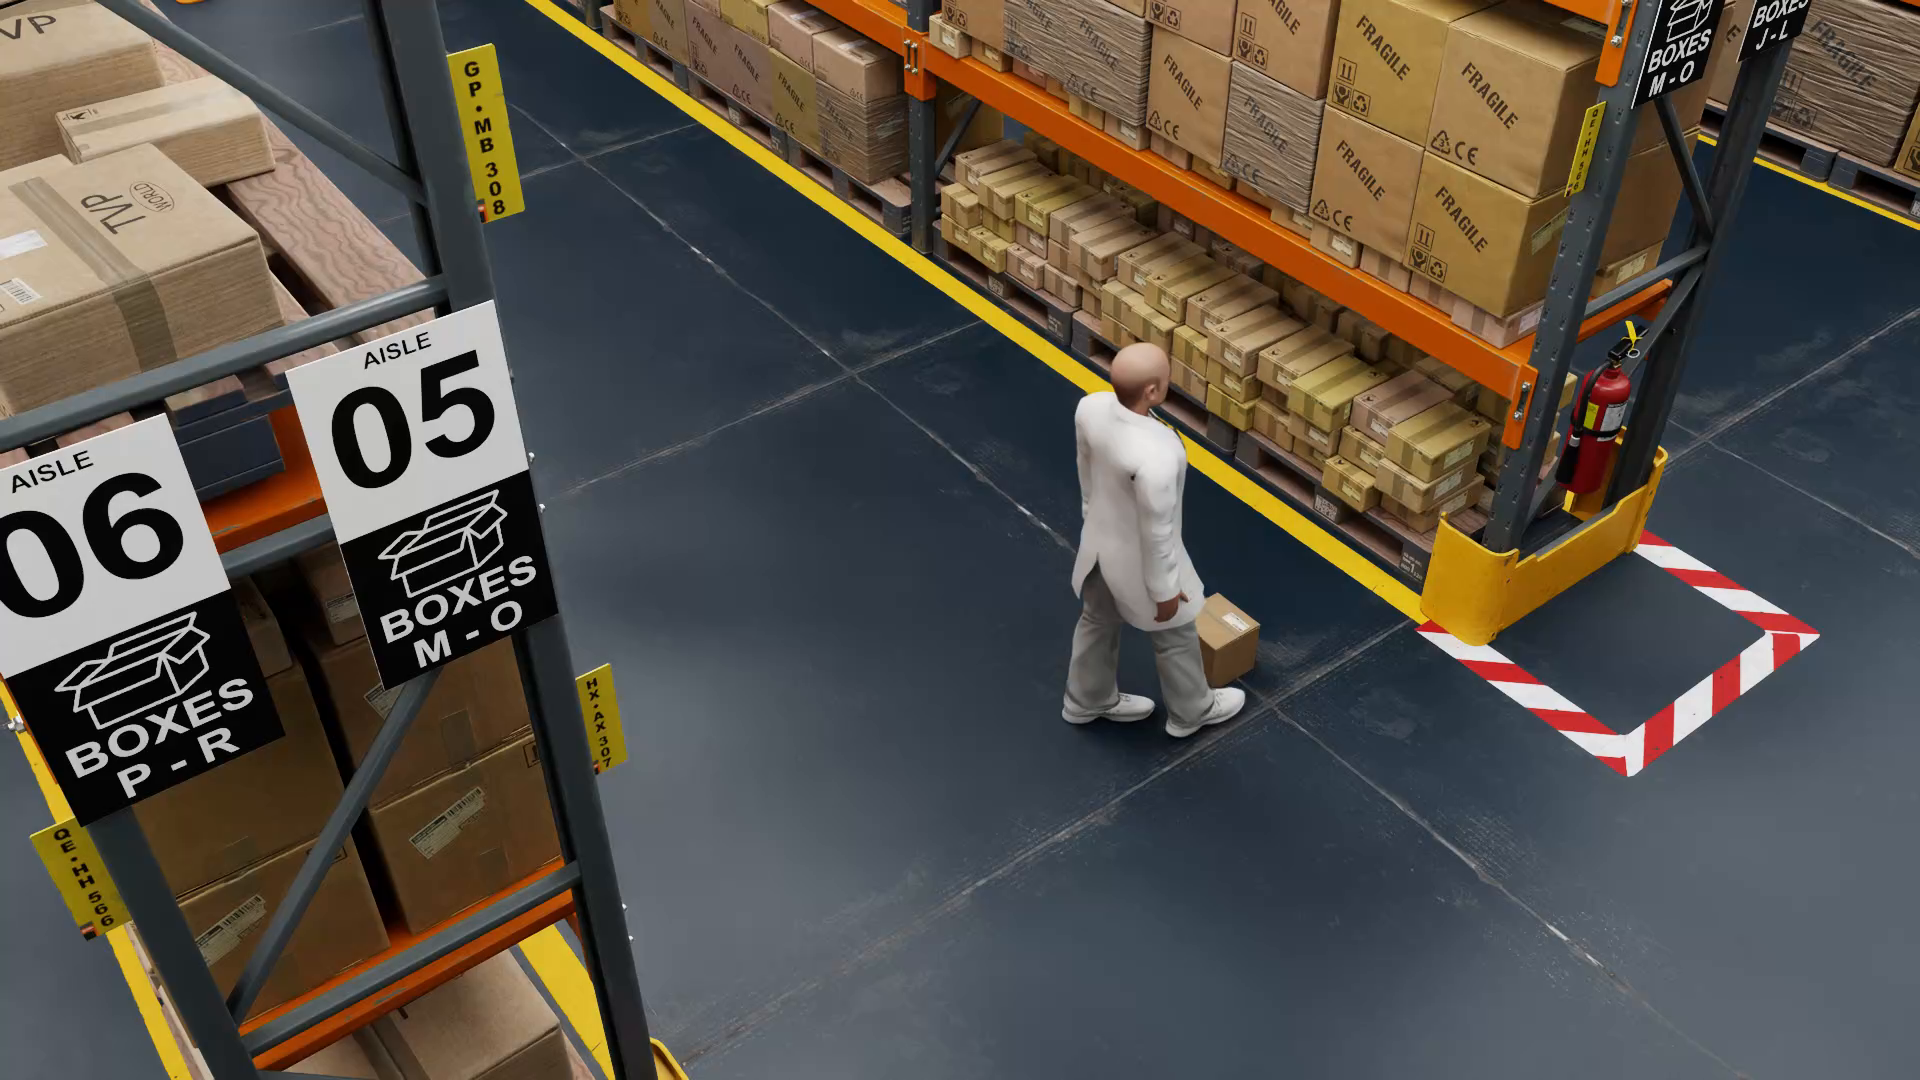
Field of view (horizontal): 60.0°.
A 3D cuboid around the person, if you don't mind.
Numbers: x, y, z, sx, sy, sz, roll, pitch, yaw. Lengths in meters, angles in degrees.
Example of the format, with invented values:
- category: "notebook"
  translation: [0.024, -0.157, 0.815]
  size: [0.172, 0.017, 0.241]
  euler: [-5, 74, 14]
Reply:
- category: "person"
  translation: [1.469, -5.387, 12.635]
  size: [10.118, 1.777, 14.618]
  euler: [-20, 44, -22]
